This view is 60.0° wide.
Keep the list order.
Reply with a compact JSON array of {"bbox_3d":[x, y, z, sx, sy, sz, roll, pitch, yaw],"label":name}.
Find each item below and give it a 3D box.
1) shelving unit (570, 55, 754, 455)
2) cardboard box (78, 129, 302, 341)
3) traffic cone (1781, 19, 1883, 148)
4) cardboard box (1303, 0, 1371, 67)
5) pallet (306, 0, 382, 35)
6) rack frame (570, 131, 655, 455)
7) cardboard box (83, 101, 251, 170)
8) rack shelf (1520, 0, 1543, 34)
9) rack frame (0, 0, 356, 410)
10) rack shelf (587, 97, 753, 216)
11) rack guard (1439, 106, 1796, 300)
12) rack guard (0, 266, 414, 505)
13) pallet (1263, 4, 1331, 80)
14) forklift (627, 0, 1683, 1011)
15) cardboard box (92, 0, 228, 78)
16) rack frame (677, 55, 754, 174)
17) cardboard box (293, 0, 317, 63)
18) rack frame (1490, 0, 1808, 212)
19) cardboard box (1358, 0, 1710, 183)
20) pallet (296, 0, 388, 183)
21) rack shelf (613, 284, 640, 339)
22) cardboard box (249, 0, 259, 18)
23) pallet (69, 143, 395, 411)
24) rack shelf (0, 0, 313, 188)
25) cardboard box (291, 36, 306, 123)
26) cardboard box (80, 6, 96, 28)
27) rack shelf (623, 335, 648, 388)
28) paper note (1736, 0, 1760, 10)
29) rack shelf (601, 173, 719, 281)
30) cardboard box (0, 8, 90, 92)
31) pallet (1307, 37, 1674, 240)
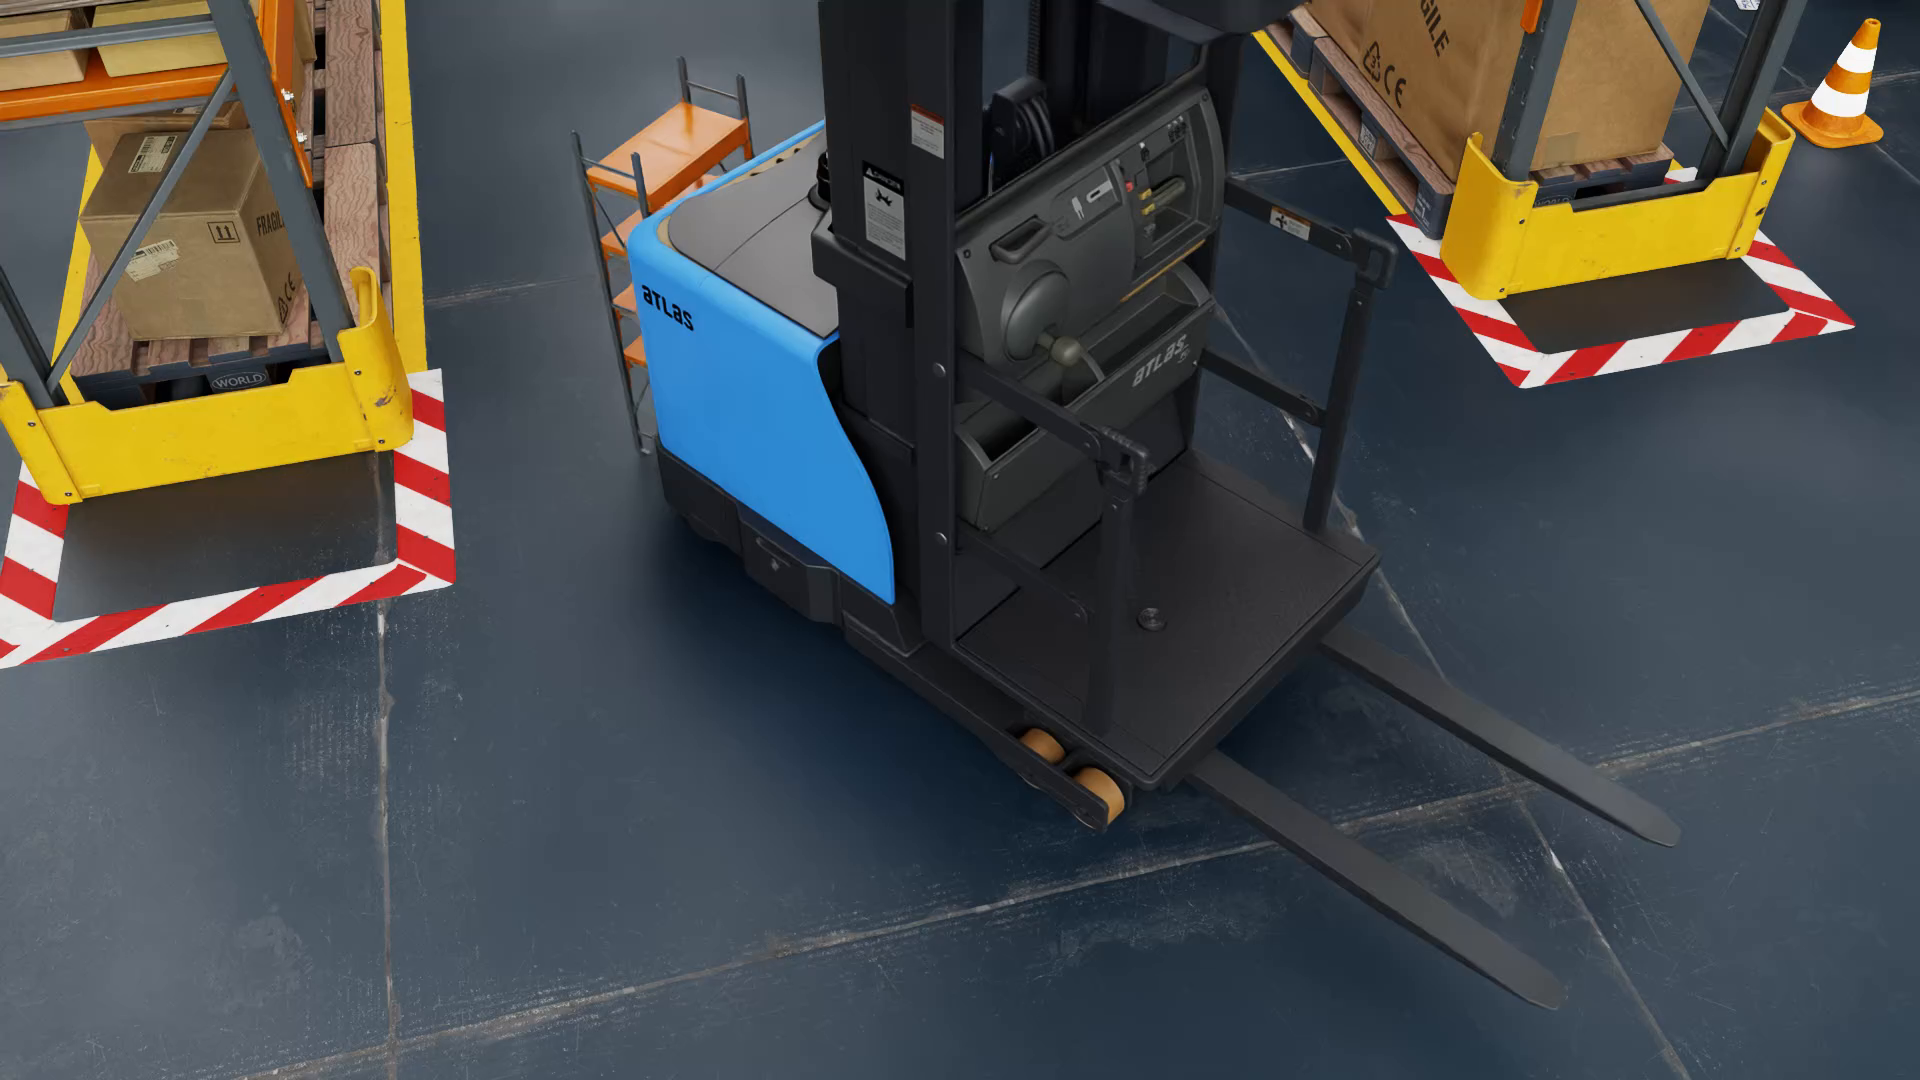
[{"bbox_3d":[-0.859,-0.836,5.225,0.258,1.200,0.503,22,50,22],"label":"shelving unit"},{"bbox_3d":[-2.559,-1.032,5.617,0.500,0.500,0.500,-3,46,-3],"label":"cardboard box"},{"bbox_3d":[3.642,-1.901,6.789,0.336,0.463,0.334,-11,47,-10],"label":"traffic cone"},{"bbox_3d":[1.941,-2.629,6.920,0.875,0.875,0.875,-11,47,-11],"label":"cardboard box"},{"bbox_3d":[-3.233,-2.654,7.703,1.003,0.211,1.213,-11,47,-10],"label":"pallet"},{"bbox_3d":[-0.985,-0.686,5.078,0.240,1.200,0.015,22,50,22],"label":"rack frame"},{"bbox_3d":[-2.745,-1.438,6.016,0.500,0.500,0.500,0,46,0],"label":"cardboard box"},{"bbox_3d":[1.893,-3.292,6.880,1.077,0.370,4.000,-11,47,-10],"label":"rack shelf"},{"bbox_3d":[-2.415,-1.326,4.449,1.000,3.000,0.127,-11,47,-10],"label":"rack frame"},{"bbox_3d":[-0.866,-1.114,4.947,0.258,0.148,0.480,22,50,22],"label":"rack shelf"},{"bbox_3d":[2.411,-1.271,6.146,1.175,0.500,0.348,-11,47,-10],"label":"rack guard"},{"bbox_3d":[-2.435,-0.503,5.393,1.175,0.500,0.348,-11,47,-10],"label":"rack guard"},{"bbox_3d":[1.816,-2.565,7.616,1.003,0.211,1.213,-11,47,-10],"label":"pallet"},{"bbox_3d":[0.488,-0.678,3.862,3.031,2.935,1.130,33,54,28],"label":"forklift"},{"bbox_3d":[-2.258,-1.478,4.774,0.380,0.149,0.250,-11,47,-10],"label":"cardboard box"},{"bbox_3d":[-0.733,-0.985,5.371,0.240,1.200,0.015,22,50,22],"label":"rack frame"},{"bbox_3d":[-2.987,-2.268,6.828,0.500,0.500,0.500,-15,47,-14],"label":"cardboard box"},{"bbox_3d":[2.405,-2.163,5.269,1.000,3.000,0.127,-11,47,-10],"label":"rack frame"},{"bbox_3d":[2.168,-2.022,6.325,0.875,0.875,0.875,-10,47,-10],"label":"cardboard box"},{"bbox_3d":[-2.917,-1.810,6.876,1.003,0.211,1.213,-11,47,-10],"label":"pallet"},{"bbox_3d":[-0.858,-0.788,5.272,0.258,0.148,0.480,22,50,22],"label":"rack shelf"},{"bbox_3d":[-2.303,-1.654,4.947,0.380,0.149,0.250,-11,47,-10],"label":"cardboard box"},{"bbox_3d":[-2.609,-0.970,6.052,1.003,0.211,1.213,-11,47,-10],"label":"pallet"},{"bbox_3d":[-2.927,-2.455,6.059,1.077,0.370,4.000,-11,47,-10],"label":"rack shelf"},{"bbox_3d":[-2.887,-1.874,6.443,0.500,0.500,0.500,-7,46,-7],"label":"cardboard box"},{"bbox_3d":[-2.751,-1.570,4.864,0.380,0.149,0.250,-11,47,-10],"label":"cardboard box"},{"bbox_3d":[-0.854,-0.647,5.412,0.258,0.148,0.480,22,50,22],"label":"rack shelf"},{"bbox_3d":[3.656,-2.487,7.667,0.144,0.017,0.142,4,46,4],"label":"paper note"},{"bbox_3d":[-0.862,-0.946,5.114,0.258,0.148,0.480,22,50,22],"label":"rack shelf"},{"bbox_3d":[-2.688,-1.397,4.695,0.380,0.149,0.250,-11,47,-10],"label":"cardboard box"},{"bbox_3d":[2.125,-1.724,6.792,1.003,0.211,1.213,-11,47,-10],"label":"pallet"}]
